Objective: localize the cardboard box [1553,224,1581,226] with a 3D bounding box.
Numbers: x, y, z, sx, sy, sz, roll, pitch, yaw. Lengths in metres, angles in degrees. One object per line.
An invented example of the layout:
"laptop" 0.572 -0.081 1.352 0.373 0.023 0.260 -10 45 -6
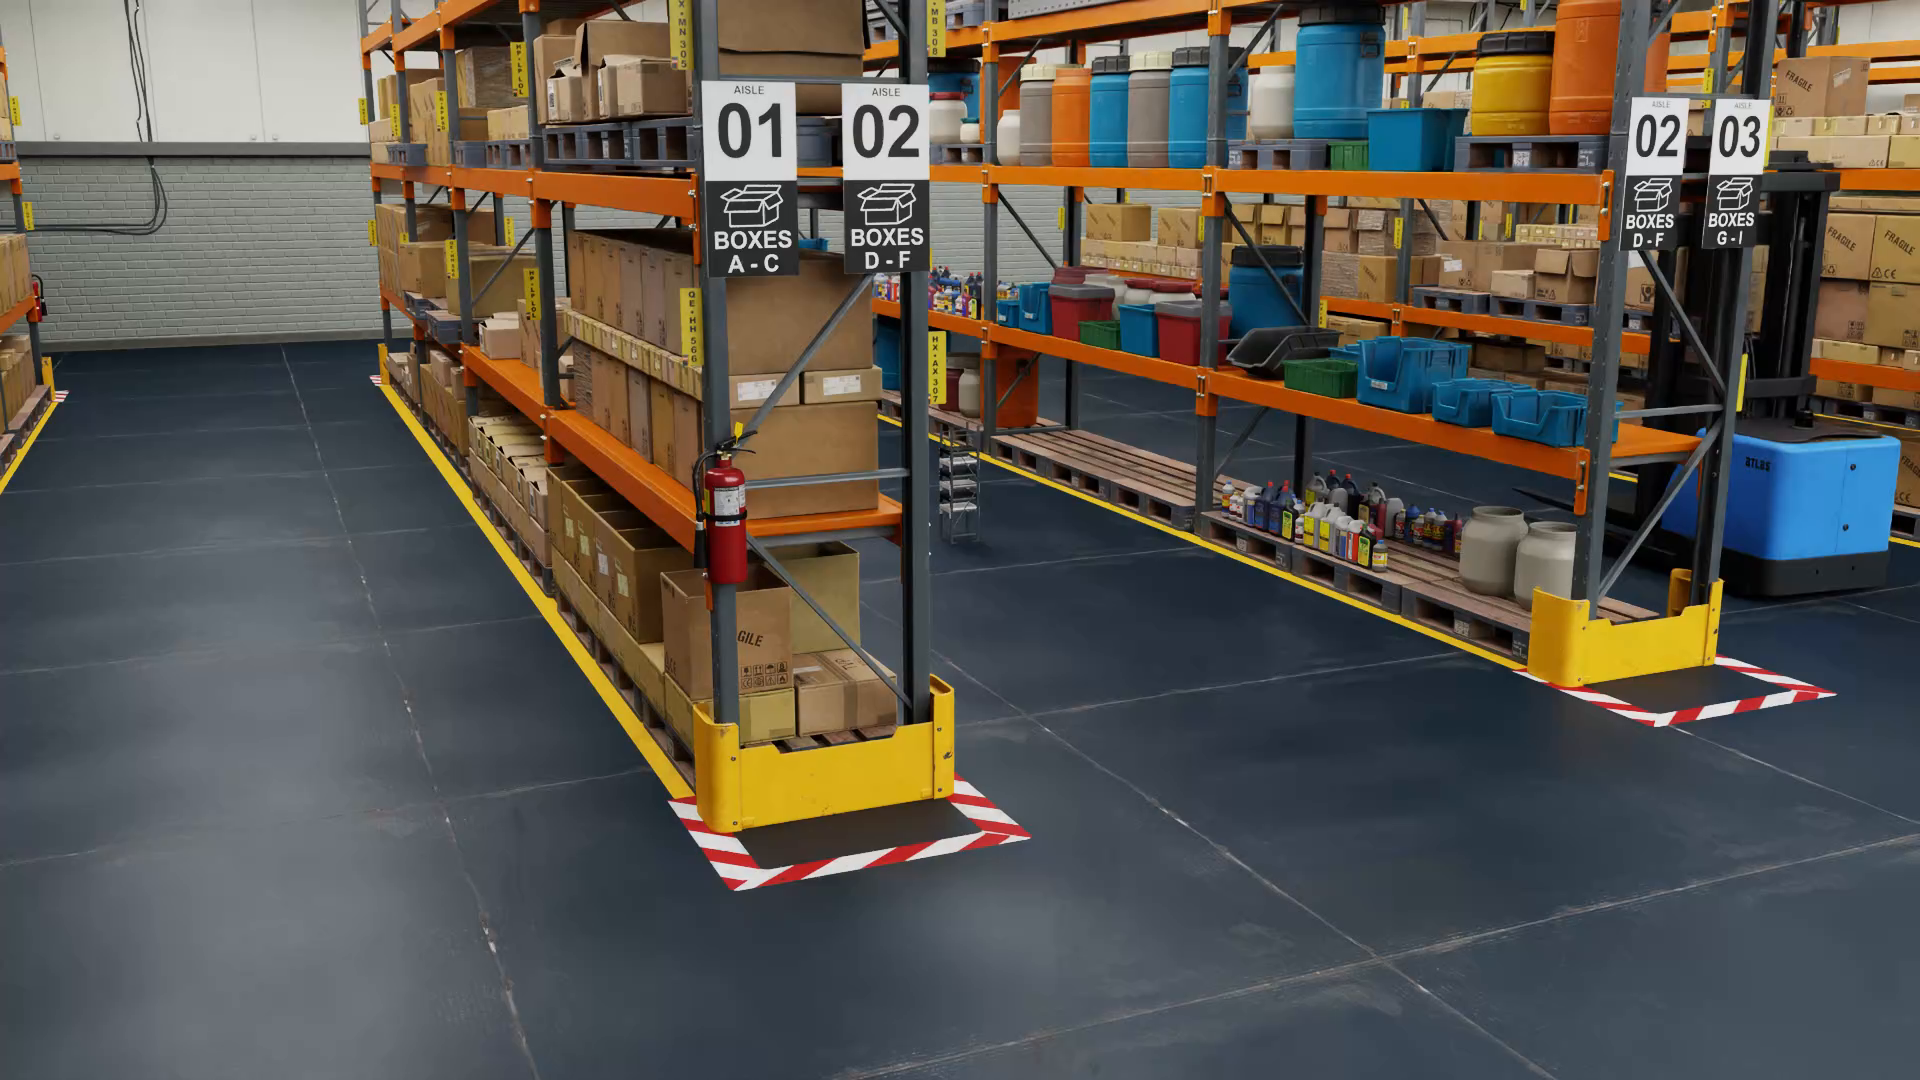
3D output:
"cardboard box" 8.576 -4.369 23.402 0.380 0.149 0.250 -5 14 -20

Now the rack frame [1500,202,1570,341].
"rack frame" 8.236 -4.062 23.770 1.000 3.000 0.127 -6 14 -23

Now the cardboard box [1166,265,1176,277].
"cardboard box" 3.023 -3.653 22.556 0.380 0.149 0.250 -6 14 -24

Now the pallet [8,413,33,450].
"pallet" -10.198 -1.099 17.149 1.003 0.211 1.213 -6 14 -23

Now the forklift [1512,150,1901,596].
"forklift" 5.347 -1.343 12.174 1.130 2.935 3.031 -4 14 -17

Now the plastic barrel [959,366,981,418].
"plastic barrel" 0.195 -1.562 17.553 0.421 0.512 0.421 0 13 0

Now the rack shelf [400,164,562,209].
"rack shelf" -4.626 -3.439 16.019 1.077 0.370 4.000 -6 14 -23

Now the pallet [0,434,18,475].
"pallet" -9.587 -0.782 15.780 1.003 0.211 1.213 -6 14 -23

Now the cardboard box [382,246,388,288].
"cardboard box" -6.882 -3.395 20.664 0.500 0.500 0.500 -6 14 -24

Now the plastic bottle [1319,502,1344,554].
"plastic bottle" 2.581 -0.089 11.503 0.144 0.351 0.185 -5 14 -21

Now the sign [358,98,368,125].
"sign" -7.527 -5.406 20.984 0.100 0.325 0.005 -6 14 -23

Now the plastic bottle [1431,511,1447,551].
"plastic bottle" 3.342 -0.067 11.584 0.097 0.271 0.097 0 13 0

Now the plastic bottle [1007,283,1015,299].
"plastic bottle" 0.548 -2.598 17.703 0.061 0.283 0.133 -6 14 -23

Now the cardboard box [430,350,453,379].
"cardboard box" -5.056 -1.775 16.790 0.500 0.250 0.500 -6 14 -23

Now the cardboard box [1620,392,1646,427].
"cardboard box" 6.629 -1.108 15.572 0.700 0.500 0.500 -7 15 -27

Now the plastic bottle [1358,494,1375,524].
"plastic bottle" 2.962 -0.198 12.122 0.061 0.283 0.133 -6 14 -23

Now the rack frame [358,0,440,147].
"rack frame" -7.030 -6.490 20.956 1.000 3.000 0.127 -6 14 -23

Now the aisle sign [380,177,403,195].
"aisle sign" -7.326 -4.822 21.286 0.394 0.787 0.004 -6 14 -23

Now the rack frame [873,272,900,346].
"rack frame" -0.887 -3.188 19.992 1.000 3.000 0.127 -6 14 -23

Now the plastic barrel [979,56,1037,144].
"plastic barrel" 0.490 -4.354 16.495 0.600 0.830 0.708 -6 14 -23

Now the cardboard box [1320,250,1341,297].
"cardboard box" 4.423 -3.148 19.596 0.500 0.500 0.500 -6 14 -25

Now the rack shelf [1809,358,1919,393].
"rack shelf" 7.657 -1.219 13.079 1.077 0.370 4.000 -6 14 -23

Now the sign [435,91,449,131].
"sign" -4.323 -3.580 13.885 0.100 0.325 0.005 -6 14 -23

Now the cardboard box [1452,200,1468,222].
"cardboard box" 7.588 -4.922 24.386 0.500 0.500 0.500 -6 14 -25

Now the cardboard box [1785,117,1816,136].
"cardboard box" 6.962 -3.363 13.544 0.380 0.149 0.250 -6 14 -23

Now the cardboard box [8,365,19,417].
"cardboard box" -10.369 -1.548 17.517 0.700 0.500 0.500 -6 14 -24

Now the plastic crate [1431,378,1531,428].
"plastic crate" 3.190 -0.847 10.208 0.499 0.251 0.408 -6 14 -23

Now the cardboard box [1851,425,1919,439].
"cardboard box" 7.536 -0.644 13.613 0.500 0.500 0.500 -7 15 -28

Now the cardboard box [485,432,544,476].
"cardboard box" -3.464 -0.705 13.187 0.500 0.311 0.500 -6 14 -24

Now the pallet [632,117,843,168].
"pallet" -0.880 -1.829 7.663 1.003 0.211 1.213 -6 14 -23

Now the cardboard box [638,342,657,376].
"cardboard box" -1.468 -0.956 8.687 0.380 0.149 0.250 -5 14 -21

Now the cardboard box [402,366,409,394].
"cardboard box" -6.216 -1.893 19.383 0.500 0.311 0.500 -6 14 -23

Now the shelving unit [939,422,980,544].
"shelving unit" -0.003 -0.440 12.776 0.258 0.900 0.210 -6 14 -23

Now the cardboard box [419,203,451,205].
"cardboard box" -6.599 -4.036 21.218 0.500 0.500 0.500 -6 14 -23

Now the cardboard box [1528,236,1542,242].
"cardboard box" 8.078 -4.113 22.956 0.380 0.149 0.250 -6 14 -24

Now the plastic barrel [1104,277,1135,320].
"plastic barrel" 1.492 -2.136 15.197 0.421 0.512 0.421 0 13 0

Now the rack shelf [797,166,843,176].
"rack shelf" -1.688 -4.712 21.520 1.077 0.370 4.000 -6 14 -23

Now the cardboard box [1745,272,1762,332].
"cardboard box" 6.979 -2.078 14.313 0.875 0.500 0.500 -6 14 -23

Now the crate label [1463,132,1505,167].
"crate label" 3.473 -2.514 10.758 0.502 0.251 0.408 -6 14 -23

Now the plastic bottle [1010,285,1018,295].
"plastic bottle" 0.575 -2.534 17.451 0.097 0.271 0.097 0 13 0

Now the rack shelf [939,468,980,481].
"rack shelf" -0.003 -0.495 12.763 0.258 0.077 0.200 -6 14 -23

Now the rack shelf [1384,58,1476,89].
"rack shelf" 7.435 -7.046 24.960 1.077 0.370 4.000 -6 14 -23

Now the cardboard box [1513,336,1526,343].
"cardboard box" 8.385 -2.982 24.494 0.380 0.149 0.250 -6 14 -25

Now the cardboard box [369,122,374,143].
"cardboard box" -7.062 -5.070 20.695 0.500 0.250 0.500 -6 14 -23

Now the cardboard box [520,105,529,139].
"cardboard box" -2.933 -3.082 12.282 0.500 0.250 0.500 -7 15 -28

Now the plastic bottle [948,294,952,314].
"plastic bottle" -0.077 -2.443 17.215 0.097 0.201 0.097 0 13 0

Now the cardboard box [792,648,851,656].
"cardboard box" -0.835 0.639 8.623 0.500 0.250 0.500 -6 14 -23

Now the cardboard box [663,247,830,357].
"cardboard box" -1.033 -1.160 8.129 0.700 0.500 0.500 -6 14 -24

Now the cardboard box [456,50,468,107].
"cardboard box" -4.198 -4.108 14.876 0.500 0.500 0.500 -6 14 -23

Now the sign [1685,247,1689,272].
"sign" 6.348 -2.496 14.433 0.100 0.325 0.005 -6 14 -23

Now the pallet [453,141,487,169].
"pallet" -3.471 -3.152 13.603 1.213 0.211 1.003 -5 14 -20

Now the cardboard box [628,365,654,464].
"cardboard box" -1.418 -0.728 9.141 0.700 0.500 0.500 -5 14 -21

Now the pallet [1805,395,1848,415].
"pallet" 10.085 -1.708 19.781 1.003 0.211 1.213 -6 14 -23
